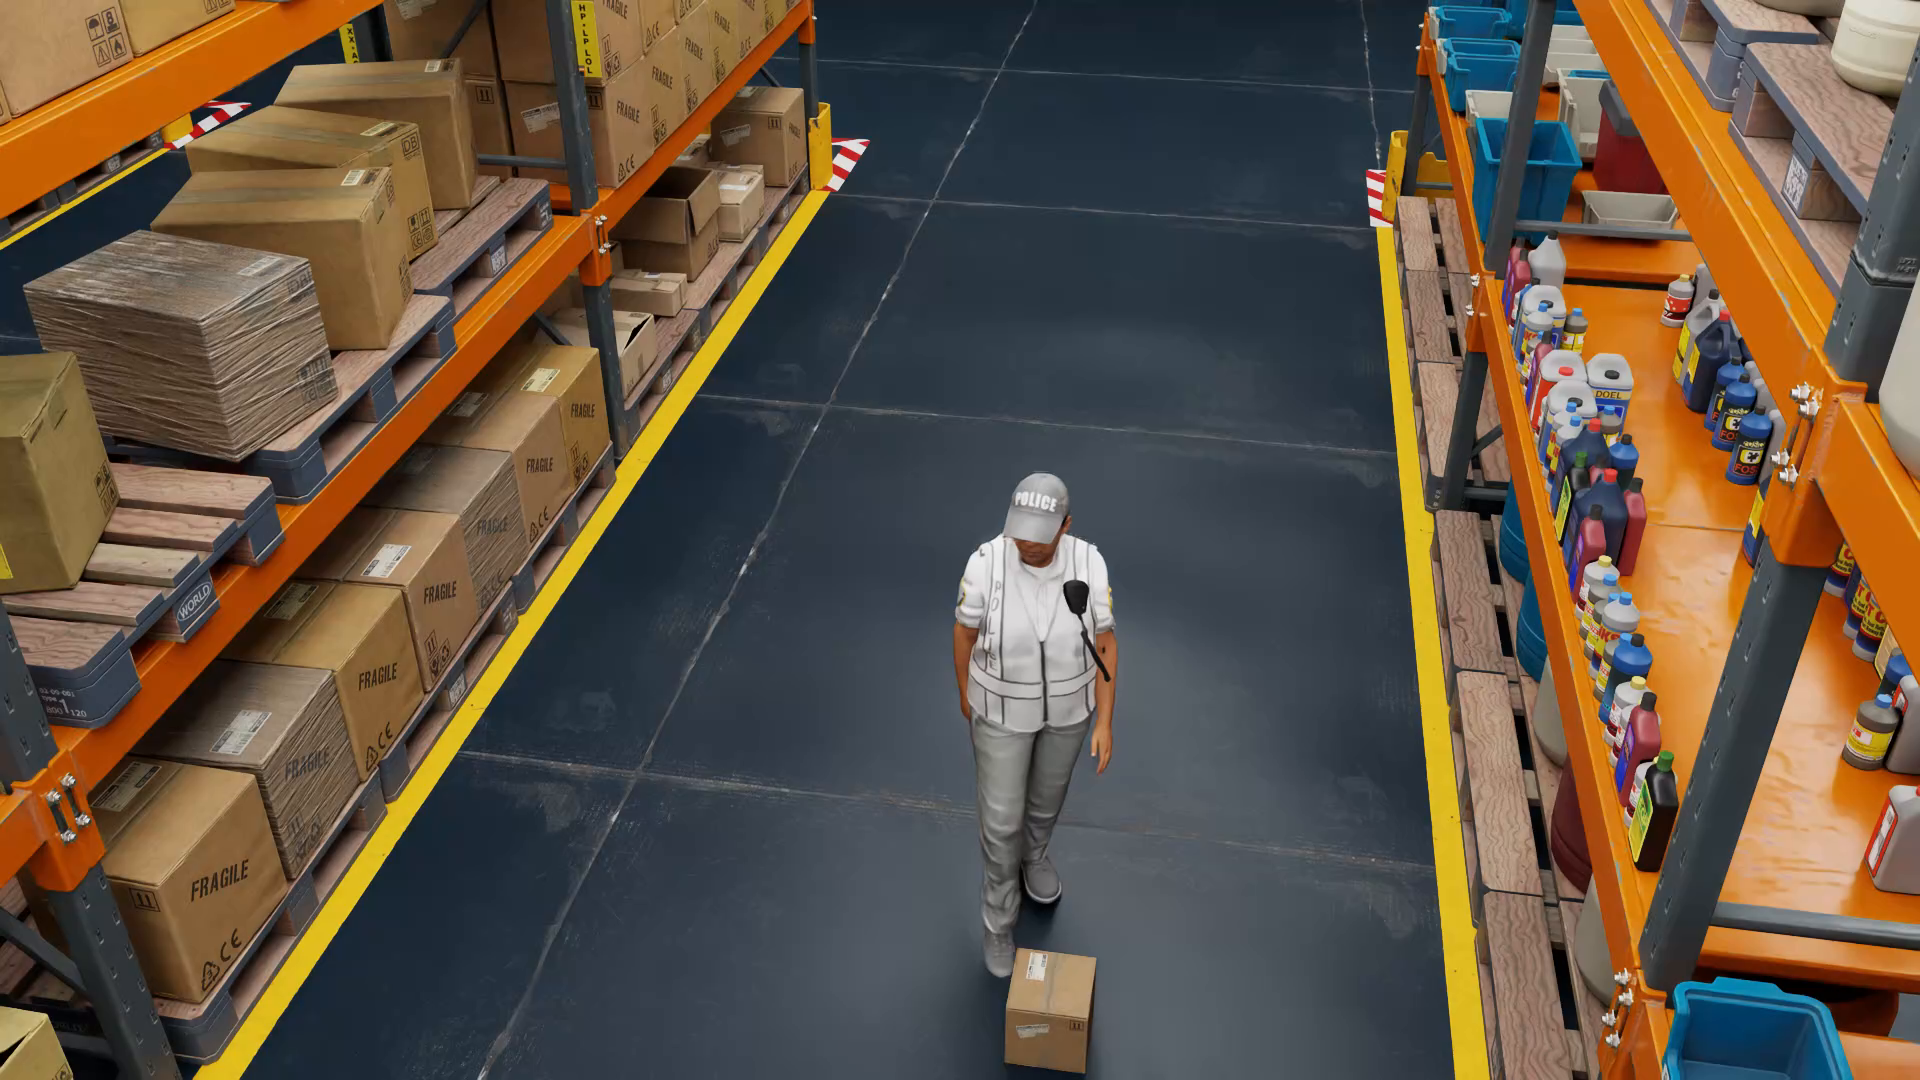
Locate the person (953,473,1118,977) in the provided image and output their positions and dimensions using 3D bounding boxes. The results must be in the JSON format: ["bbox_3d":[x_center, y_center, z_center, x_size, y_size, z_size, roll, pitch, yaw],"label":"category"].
[{"bbox_3d":[0.250,0.591,5.249,0.486,1.729,0.586,-6,33,-9],"label":"person"}]
